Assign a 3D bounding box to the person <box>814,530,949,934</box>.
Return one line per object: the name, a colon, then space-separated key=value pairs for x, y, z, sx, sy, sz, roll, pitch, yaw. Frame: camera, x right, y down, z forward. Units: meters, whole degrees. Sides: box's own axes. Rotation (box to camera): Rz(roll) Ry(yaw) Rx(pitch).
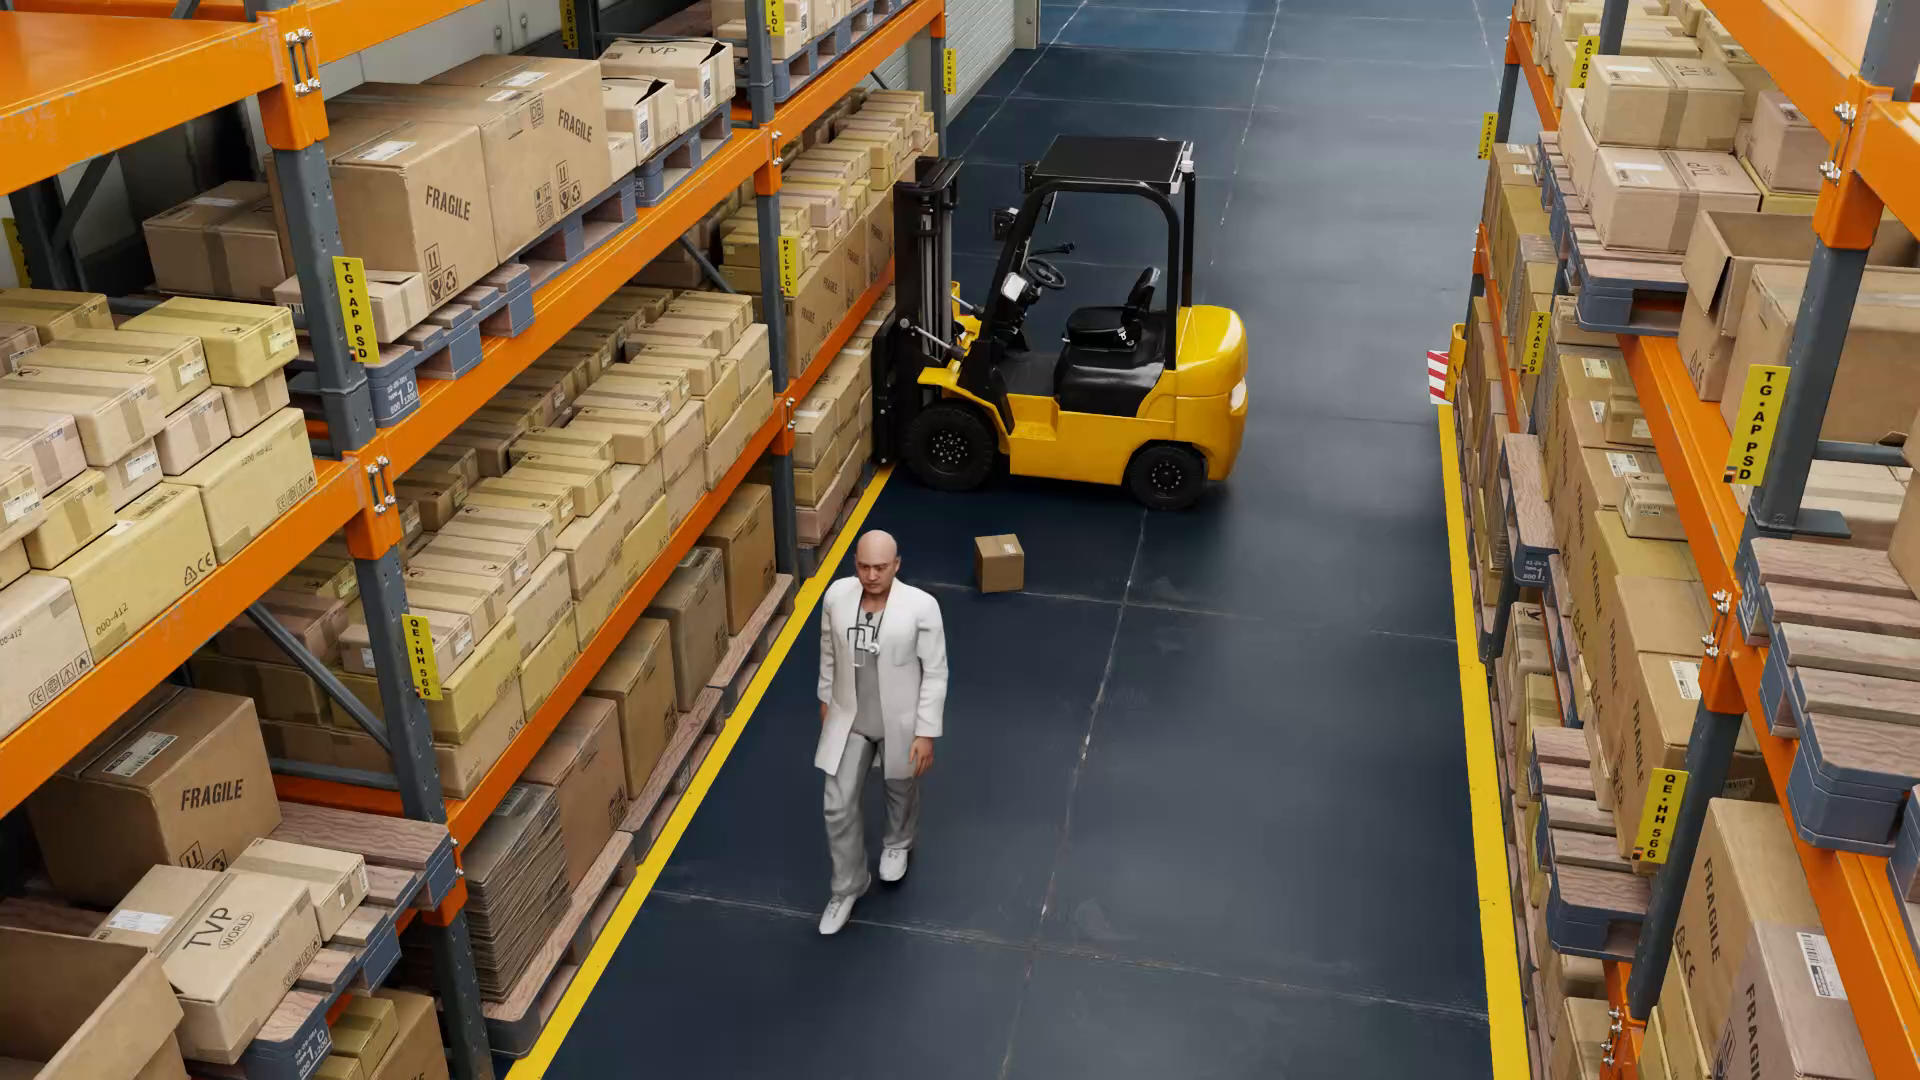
person: x=-0.359 y=0.821 z=7.152 sx=0.622 sy=1.842 sz=0.713 roll=6 pitch=29 yaw=11
